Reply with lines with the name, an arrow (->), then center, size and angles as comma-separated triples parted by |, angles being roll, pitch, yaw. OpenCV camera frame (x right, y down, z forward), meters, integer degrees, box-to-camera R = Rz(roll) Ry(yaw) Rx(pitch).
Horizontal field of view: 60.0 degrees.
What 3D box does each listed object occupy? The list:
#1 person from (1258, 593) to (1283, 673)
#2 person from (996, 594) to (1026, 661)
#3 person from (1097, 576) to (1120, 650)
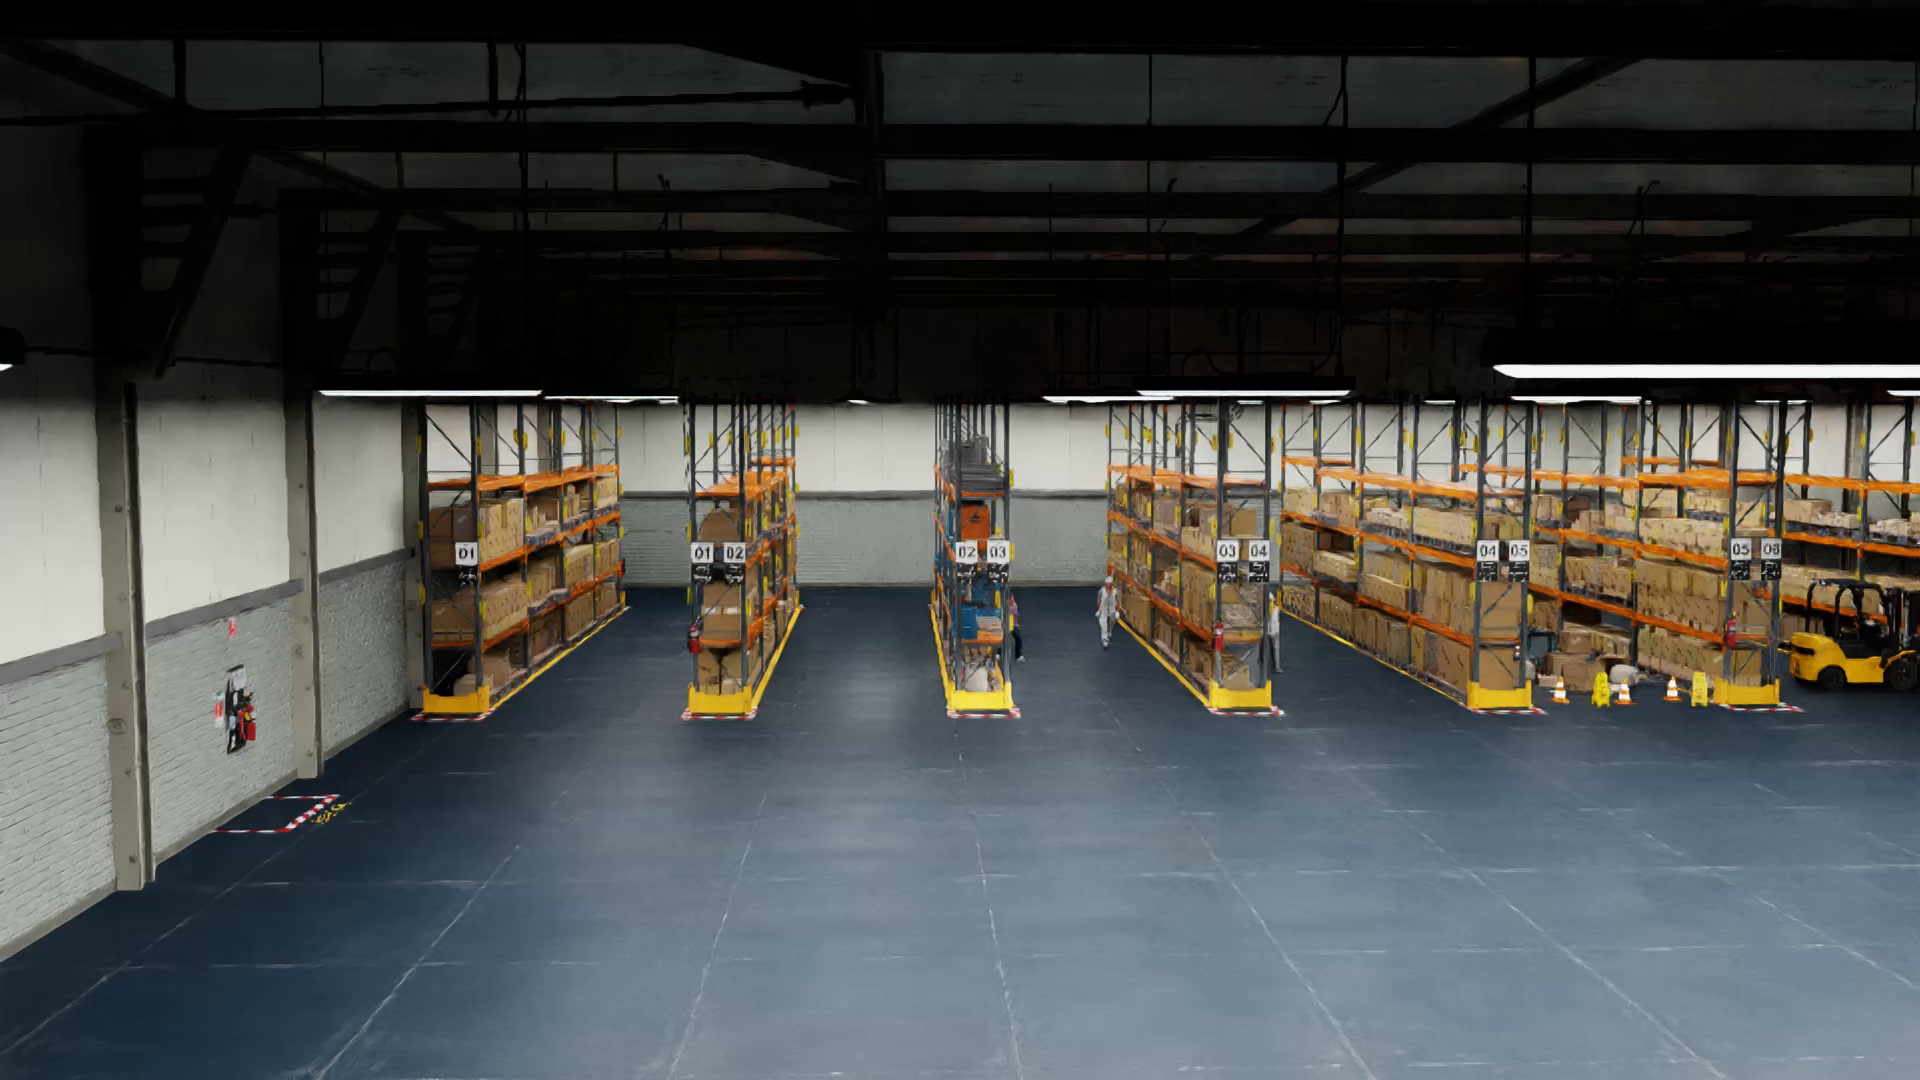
person -> 6.663, 1.984, 35.965 | 0.543, 1.700, 1.115 | 0, 5, 0
person -> 1.110, 1.948, 37.460 | 0.561, 1.525, 0.788 | -2, 5, -20
person -> 3.530, 1.703, 39.354 | 0.532, 1.709, 1.128 | 0, 5, -4
